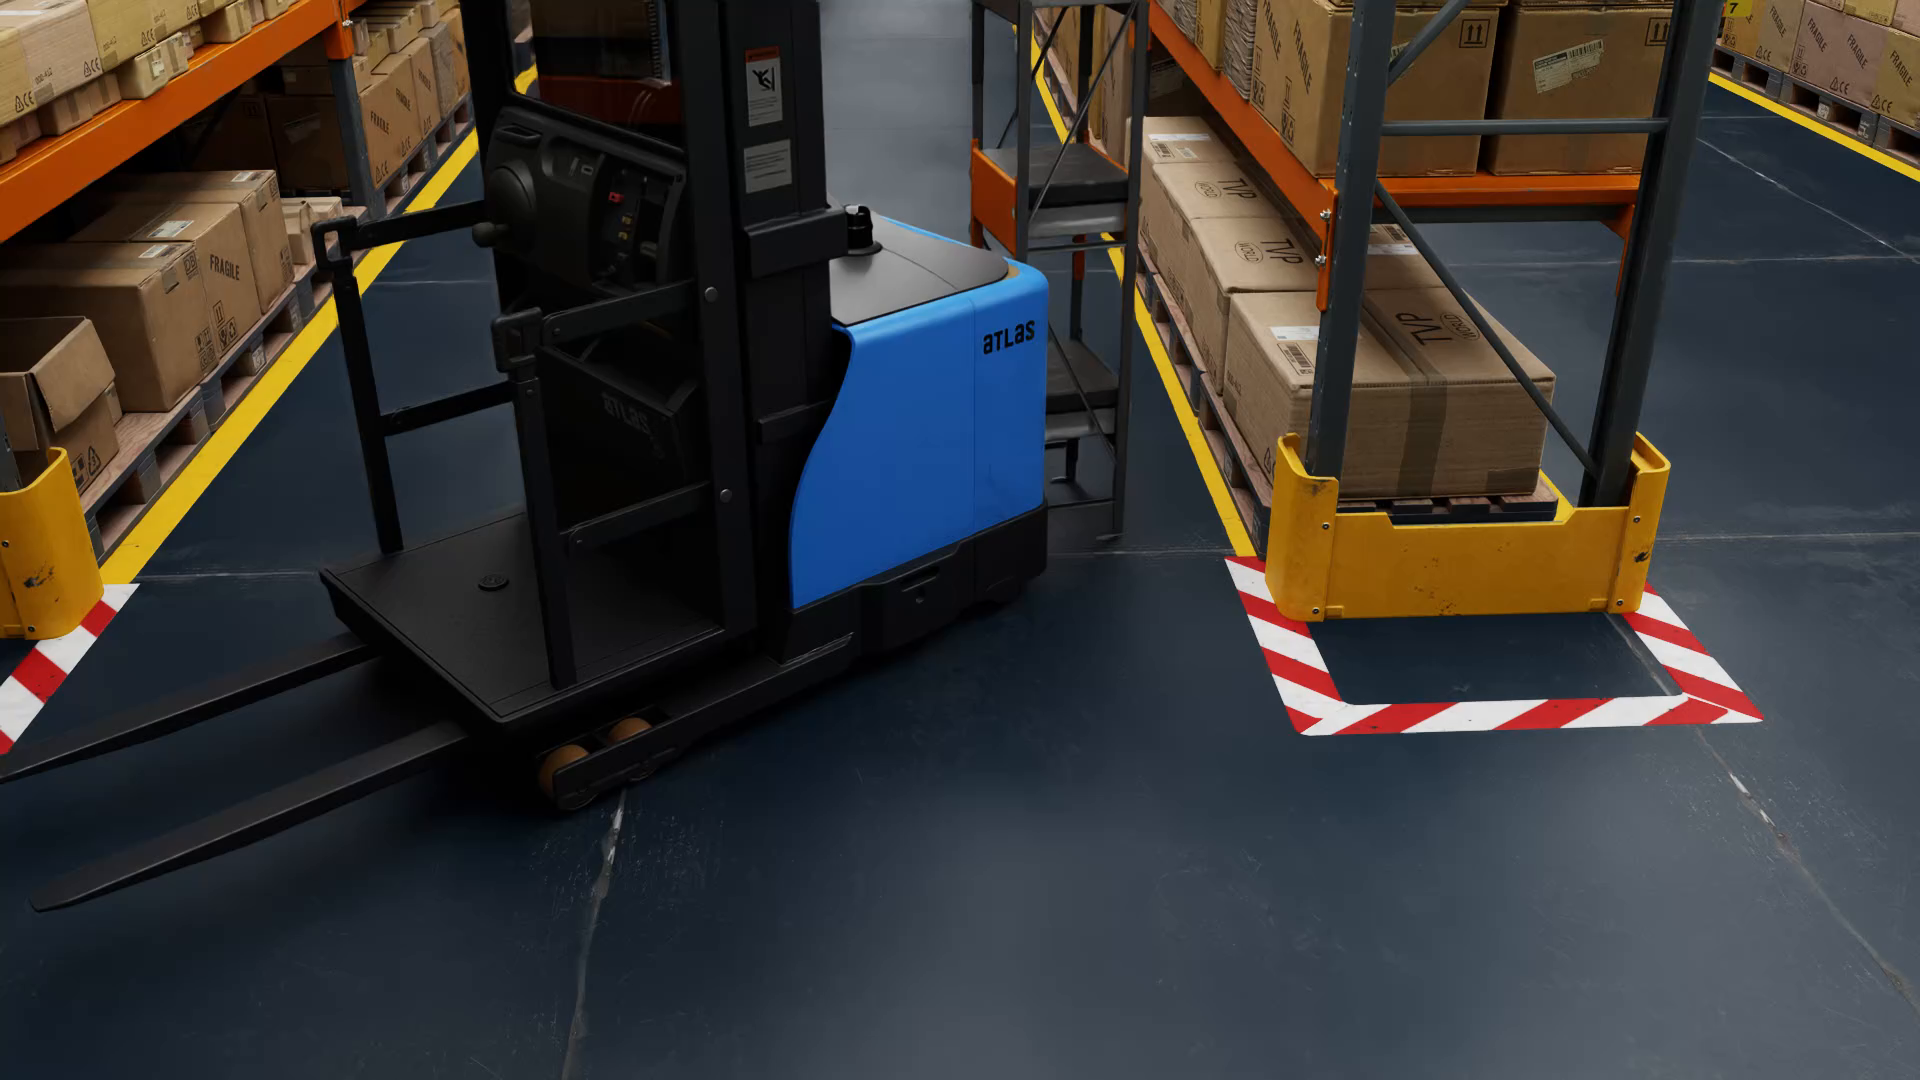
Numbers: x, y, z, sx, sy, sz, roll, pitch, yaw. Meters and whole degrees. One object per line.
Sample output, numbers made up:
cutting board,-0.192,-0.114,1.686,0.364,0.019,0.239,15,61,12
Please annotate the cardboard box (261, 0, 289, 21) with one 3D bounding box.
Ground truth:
cardboard box,-3.227,-2.408,7.395,0.380,0.149,0.250,-1,28,-1

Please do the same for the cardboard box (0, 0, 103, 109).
cardboard box,-3.141,-1.567,5.350,0.500,0.250,0.500,-1,28,-2

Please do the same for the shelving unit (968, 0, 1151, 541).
shelving unit,0.301,-1.025,5.445,0.431,2.100,0.503,-8,28,-14

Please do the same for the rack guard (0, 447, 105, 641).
rack guard,-3.364,0.021,5.169,1.175,0.500,0.348,-1,28,-3

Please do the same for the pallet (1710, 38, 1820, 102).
pallet,6.156,-3.437,12.112,1.003,0.211,1.213,-1,28,-3

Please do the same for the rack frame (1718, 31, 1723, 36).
rack frame,6.117,-5.035,12.159,1.000,3.000,0.127,-1,28,-3

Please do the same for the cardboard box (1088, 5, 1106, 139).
cardboard box,1.221,-2.967,10.038,0.875,0.875,0.875,-1,28,-1

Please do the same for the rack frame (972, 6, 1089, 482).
rack frame,0.234,-1.134,5.653,0.400,2.100,0.015,-8,28,-14

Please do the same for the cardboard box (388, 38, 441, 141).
cardboard box,-3.429,-2.683,9.899,0.500,0.500,0.500,-2,28,-4

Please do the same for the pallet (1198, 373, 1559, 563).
pallet,1.477,-0.305,6.106,1.003,0.211,1.213,-1,28,-3

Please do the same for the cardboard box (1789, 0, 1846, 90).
cardboard box,5.960,-3.311,11.103,0.500,0.500,0.500,-2,28,-4

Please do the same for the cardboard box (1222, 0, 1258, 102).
cardboard box,1.259,-1.904,6.049,0.500,0.500,0.500,-1,28,-1

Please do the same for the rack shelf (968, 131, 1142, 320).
rack shelf,0.301,-1.013,5.451,0.431,0.518,0.480,-8,28,-14

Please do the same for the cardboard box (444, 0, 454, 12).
cardboard box,-3.516,-3.519,10.802,0.380,0.149,0.250,-1,28,-1

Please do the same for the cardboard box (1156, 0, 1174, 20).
cardboard box,1.173,-2.610,7.402,0.500,0.500,0.500,-1,28,-2

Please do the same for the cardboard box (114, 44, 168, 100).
cardboard box,-3.121,-1.696,6.029,0.380,0.149,0.250,-2,28,-4

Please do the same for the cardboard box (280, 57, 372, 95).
cardboard box,-3.322,-2.437,8.727,0.380,0.149,0.250,0,28,0

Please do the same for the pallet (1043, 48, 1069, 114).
pallet,1.145,-3.266,11.784,1.003,0.211,1.213,-1,28,-3

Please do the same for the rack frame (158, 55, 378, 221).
rack frame,-3.569,-2.900,8.066,1.000,3.000,0.127,-1,28,-3

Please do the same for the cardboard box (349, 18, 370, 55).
cardboard box,-3.383,-2.688,8.886,0.380,0.149,0.250,-3,28,-5

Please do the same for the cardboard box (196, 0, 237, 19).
cardboard box,-3.245,-2.274,6.707,0.500,0.250,0.500,-2,28,-3

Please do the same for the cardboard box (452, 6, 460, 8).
cardboard box,-3.525,-3.403,11.280,0.500,0.500,0.500,-2,28,-3

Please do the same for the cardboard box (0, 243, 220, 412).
cardboard box,-3.303,-0.811,6.310,0.700,0.500,0.500,0,28,-1

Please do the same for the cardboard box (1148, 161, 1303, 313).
cardboard box,1.361,-1.365,7.441,0.875,0.438,0.875,-2,28,-4

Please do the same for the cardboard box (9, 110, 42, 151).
cardboard box,-3.211,-1.336,5.340,0.380,0.149,0.250,-2,28,-3

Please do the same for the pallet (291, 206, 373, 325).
pallet,-3.534,-1.346,8.103,1.003,0.211,1.213,-1,28,-3

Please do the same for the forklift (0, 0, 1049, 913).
forklift,-1.149,-0.861,4.232,3.031,2.935,1.130,-23,35,-36

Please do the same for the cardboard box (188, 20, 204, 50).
cardboard box,-3.297,-2.047,6.703,0.380,0.149,0.250,-1,28,-2

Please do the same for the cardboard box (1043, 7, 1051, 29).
cardboard box,1.159,-4.151,12.852,0.950,0.372,0.625,-3,28,-6

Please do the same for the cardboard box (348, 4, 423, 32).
cardboard box,-3.496,-3.163,10.118,0.380,0.149,0.250,-1,28,-2

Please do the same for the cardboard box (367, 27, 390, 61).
cardboard box,-3.466,-2.808,9.437,0.380,0.149,0.250,-2,28,-4

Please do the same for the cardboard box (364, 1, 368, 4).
cardboard box,-4.060,-3.500,10.764,0.380,0.149,0.250,-3,28,-5

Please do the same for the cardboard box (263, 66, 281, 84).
cardboard box,-3.895,-2.549,8.942,0.380,0.149,0.250,-1,28,-3

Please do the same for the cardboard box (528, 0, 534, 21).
cardboard box,-3.839,-4.470,13.191,0.875,0.625,0.625,-1,28,-1

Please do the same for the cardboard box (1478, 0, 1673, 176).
cardboard box,1.858,-1.447,5.172,0.500,0.500,0.500,-2,28,-3

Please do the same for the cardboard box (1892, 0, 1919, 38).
cardboard box,6.021,-3.173,10.029,0.500,0.250,0.500,0,28,0

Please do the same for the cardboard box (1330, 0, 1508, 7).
cardboard box,1.334,-1.878,4.919,0.500,0.500,0.500,0,28,-1

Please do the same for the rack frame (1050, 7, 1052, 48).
rack frame,1.179,-4.868,11.841,1.000,3.000,0.127,-1,28,-3

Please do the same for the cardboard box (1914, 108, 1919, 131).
cardboard box,6.036,-2.601,9.742,0.500,0.500,0.500,-2,28,-4

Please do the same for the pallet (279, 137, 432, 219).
pallet,-3.649,-2.038,9.429,1.003,0.211,1.213,-1,28,-3

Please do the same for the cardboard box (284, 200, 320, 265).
cardboard box,-3.228,-1.458,7.805,0.396,0.266,0.258,0,28,-1

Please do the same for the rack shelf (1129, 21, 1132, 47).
rack shelf,1.283,-3.626,10.236,1.077,0.370,4.000,-1,28,-3

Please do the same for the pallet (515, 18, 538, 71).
pallet,-3.782,-3.892,12.983,1.003,0.211,1.213,-1,28,-3
